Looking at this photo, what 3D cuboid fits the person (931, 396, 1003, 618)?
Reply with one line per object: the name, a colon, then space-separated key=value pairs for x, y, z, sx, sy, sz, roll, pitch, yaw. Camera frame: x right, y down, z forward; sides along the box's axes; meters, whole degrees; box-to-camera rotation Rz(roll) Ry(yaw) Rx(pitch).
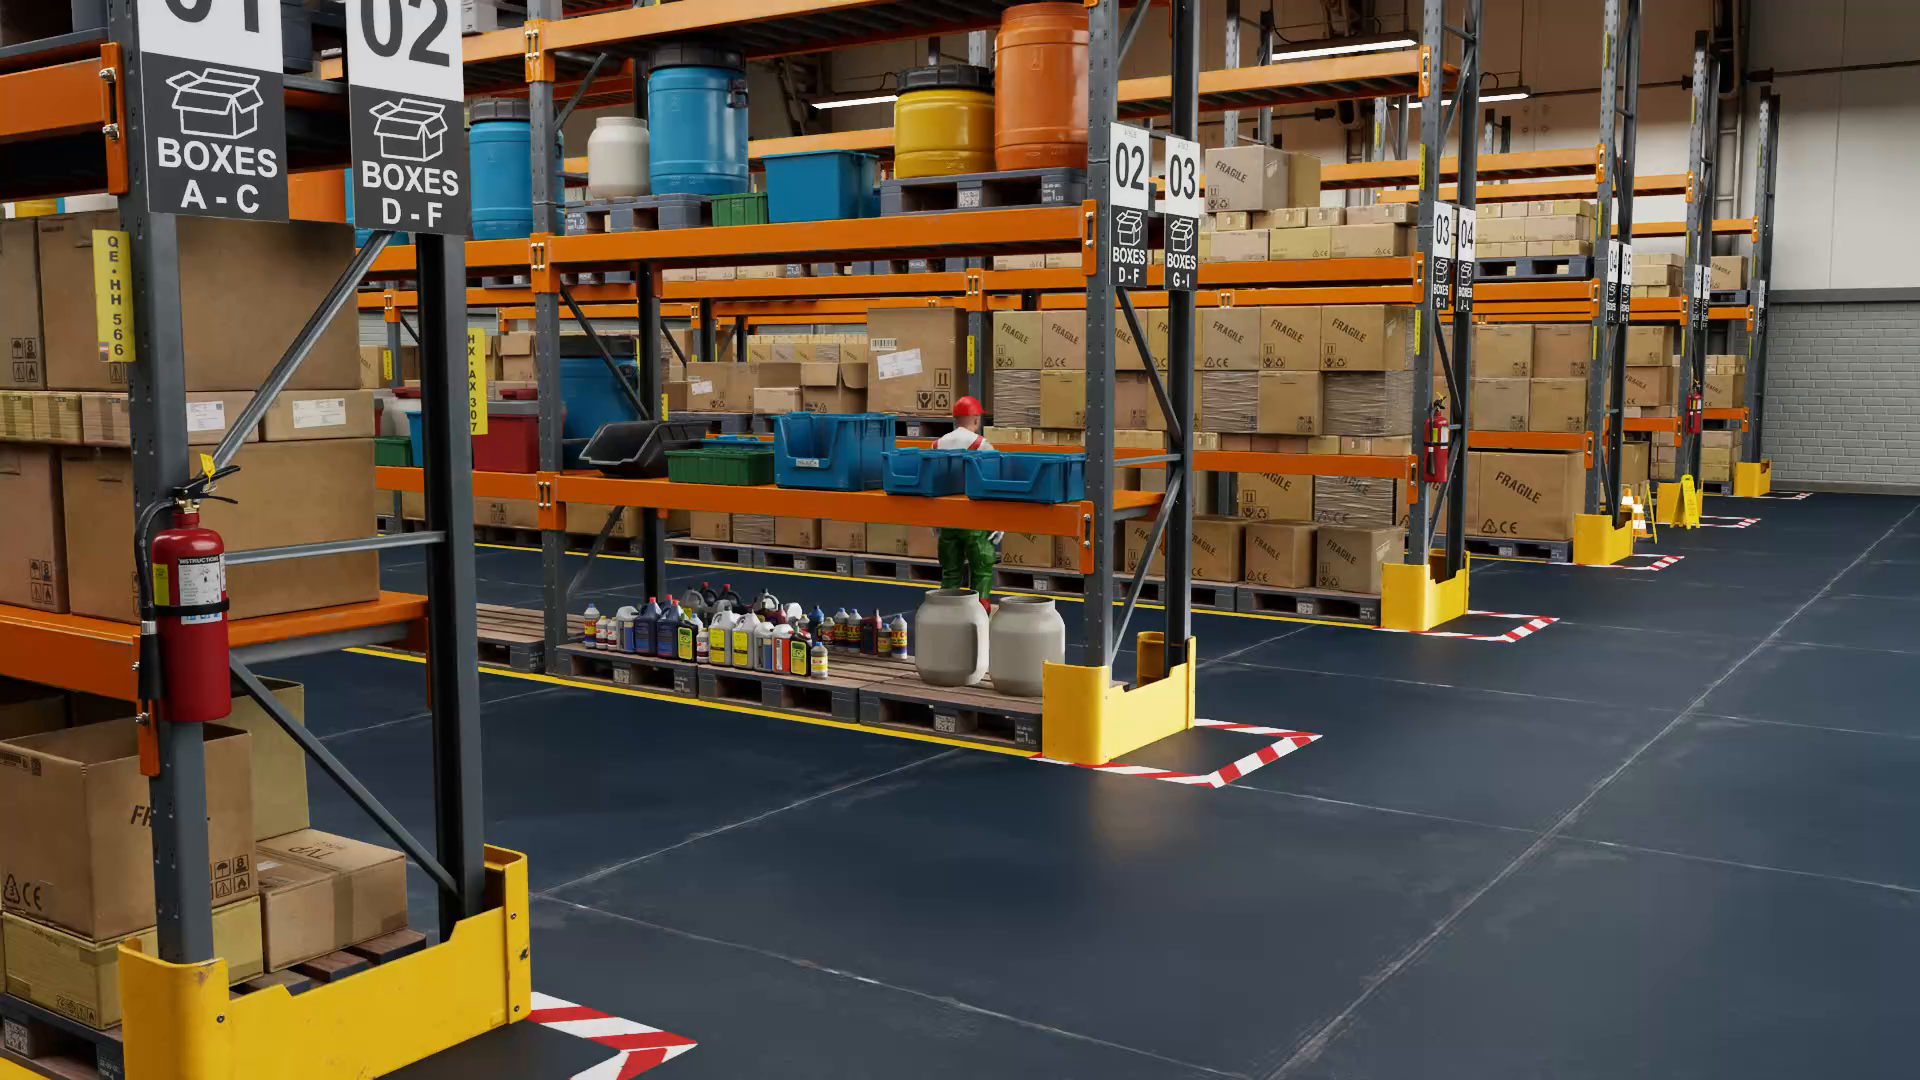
person: x=0.044 y=-0.129 z=11.843 sx=0.603 sy=1.778 sz=0.452 roll=4 pitch=7 yaw=33
